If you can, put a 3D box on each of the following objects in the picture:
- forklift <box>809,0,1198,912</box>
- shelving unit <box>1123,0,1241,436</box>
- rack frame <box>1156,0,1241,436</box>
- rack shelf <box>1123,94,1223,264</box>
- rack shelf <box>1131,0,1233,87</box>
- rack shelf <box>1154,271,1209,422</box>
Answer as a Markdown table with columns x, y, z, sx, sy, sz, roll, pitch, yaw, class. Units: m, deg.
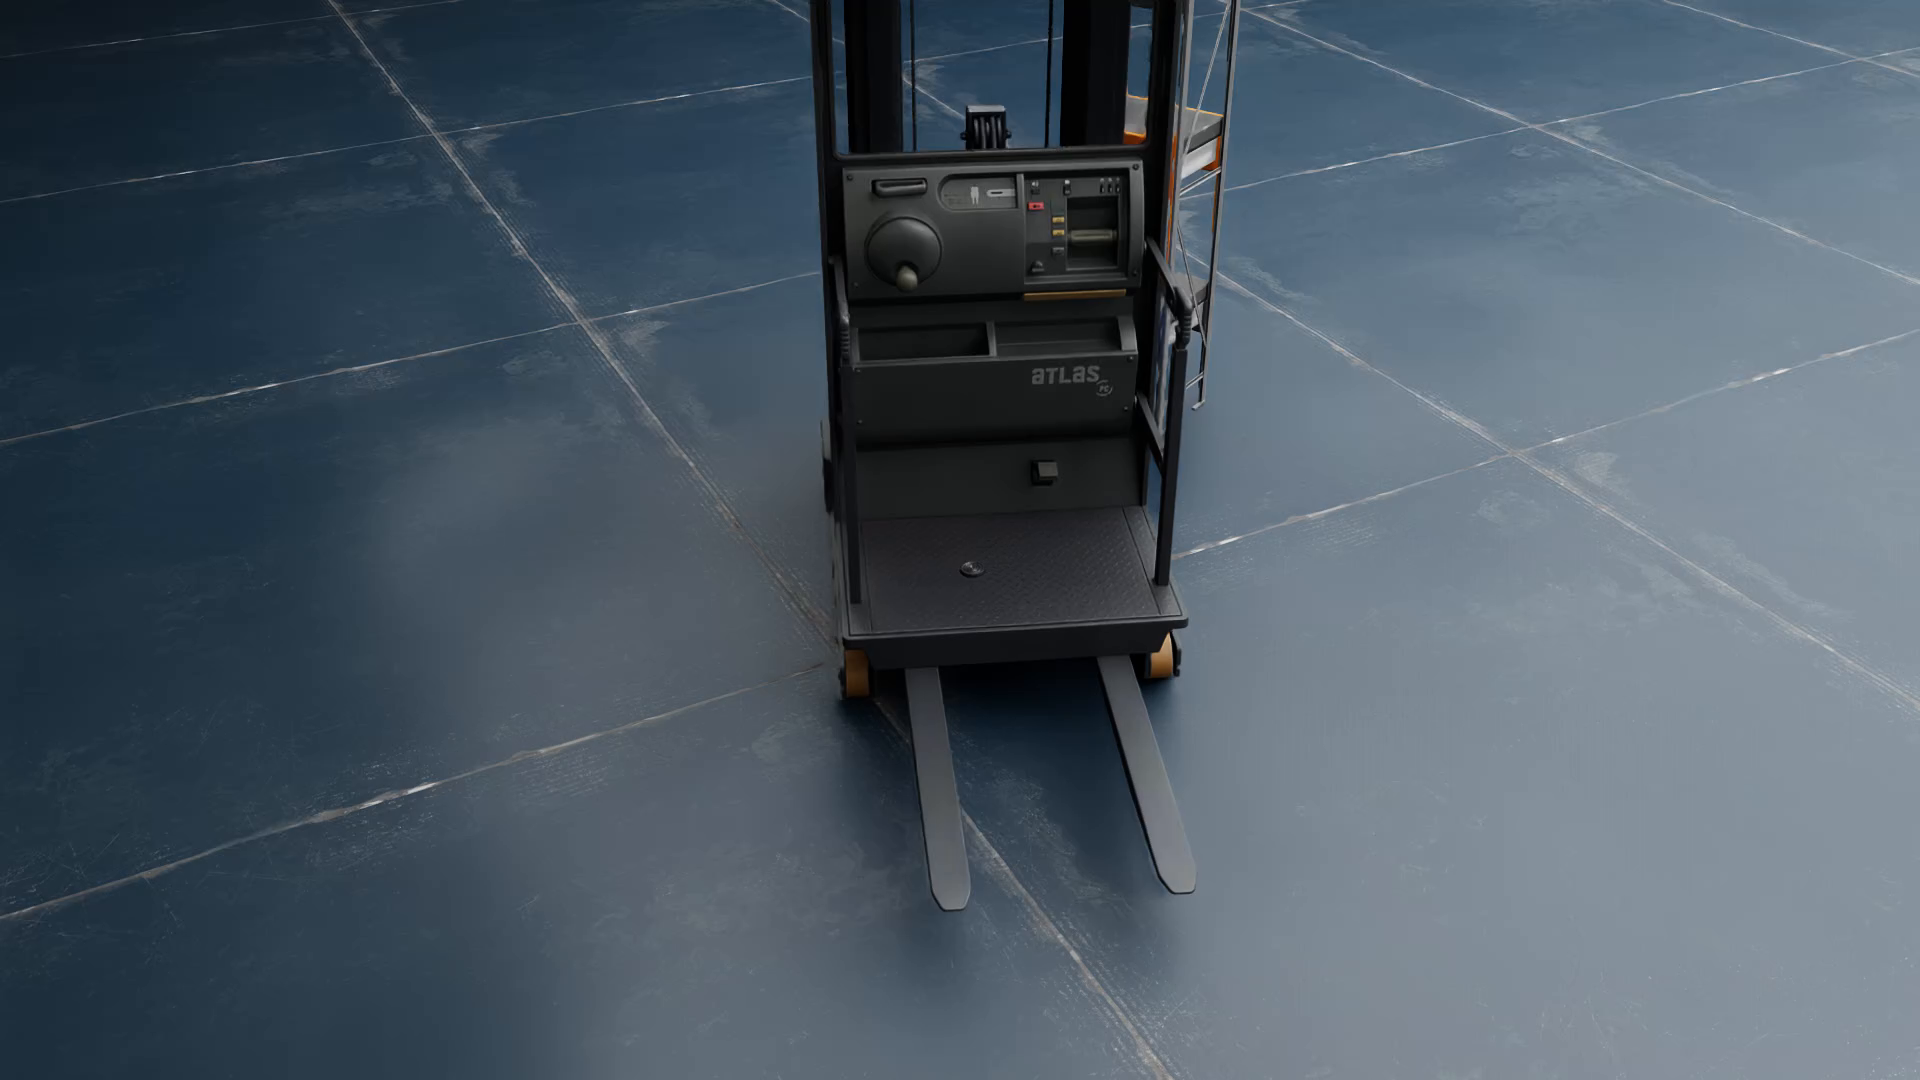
| x | y | z | sx | sy | sz | roll | pitch | yaw | class |
| --- | --- | --- | --- | --- | --- | --- | --- | --- | --- |
| 0.131 | -0.912 | 4.956 | 1.130 | 2.935 | 3.031 | -3 | 33 | -5 | forklift |
| 0.736 | -1.470 | 6.597 | 0.503 | 2.100 | 0.431 | 22 | 38 | 30 | shelving unit |
| 0.933 | -1.392 | 6.476 | 0.015 | 2.100 | 0.400 | 22 | 38 | 30 | rack frame |
| 0.736 | -1.458 | 6.605 | 0.480 | 0.518 | 0.431 | 22 | 38 | 30 | rack shelf |
| 0.736 | -2.048 | 6.227 | 0.480 | 0.518 | 0.431 | 22 | 38 | 30 | rack shelf |
| 0.736 | -0.869 | 6.982 | 0.480 | 0.518 | 0.431 | 22 | 38 | 30 | rack shelf |
